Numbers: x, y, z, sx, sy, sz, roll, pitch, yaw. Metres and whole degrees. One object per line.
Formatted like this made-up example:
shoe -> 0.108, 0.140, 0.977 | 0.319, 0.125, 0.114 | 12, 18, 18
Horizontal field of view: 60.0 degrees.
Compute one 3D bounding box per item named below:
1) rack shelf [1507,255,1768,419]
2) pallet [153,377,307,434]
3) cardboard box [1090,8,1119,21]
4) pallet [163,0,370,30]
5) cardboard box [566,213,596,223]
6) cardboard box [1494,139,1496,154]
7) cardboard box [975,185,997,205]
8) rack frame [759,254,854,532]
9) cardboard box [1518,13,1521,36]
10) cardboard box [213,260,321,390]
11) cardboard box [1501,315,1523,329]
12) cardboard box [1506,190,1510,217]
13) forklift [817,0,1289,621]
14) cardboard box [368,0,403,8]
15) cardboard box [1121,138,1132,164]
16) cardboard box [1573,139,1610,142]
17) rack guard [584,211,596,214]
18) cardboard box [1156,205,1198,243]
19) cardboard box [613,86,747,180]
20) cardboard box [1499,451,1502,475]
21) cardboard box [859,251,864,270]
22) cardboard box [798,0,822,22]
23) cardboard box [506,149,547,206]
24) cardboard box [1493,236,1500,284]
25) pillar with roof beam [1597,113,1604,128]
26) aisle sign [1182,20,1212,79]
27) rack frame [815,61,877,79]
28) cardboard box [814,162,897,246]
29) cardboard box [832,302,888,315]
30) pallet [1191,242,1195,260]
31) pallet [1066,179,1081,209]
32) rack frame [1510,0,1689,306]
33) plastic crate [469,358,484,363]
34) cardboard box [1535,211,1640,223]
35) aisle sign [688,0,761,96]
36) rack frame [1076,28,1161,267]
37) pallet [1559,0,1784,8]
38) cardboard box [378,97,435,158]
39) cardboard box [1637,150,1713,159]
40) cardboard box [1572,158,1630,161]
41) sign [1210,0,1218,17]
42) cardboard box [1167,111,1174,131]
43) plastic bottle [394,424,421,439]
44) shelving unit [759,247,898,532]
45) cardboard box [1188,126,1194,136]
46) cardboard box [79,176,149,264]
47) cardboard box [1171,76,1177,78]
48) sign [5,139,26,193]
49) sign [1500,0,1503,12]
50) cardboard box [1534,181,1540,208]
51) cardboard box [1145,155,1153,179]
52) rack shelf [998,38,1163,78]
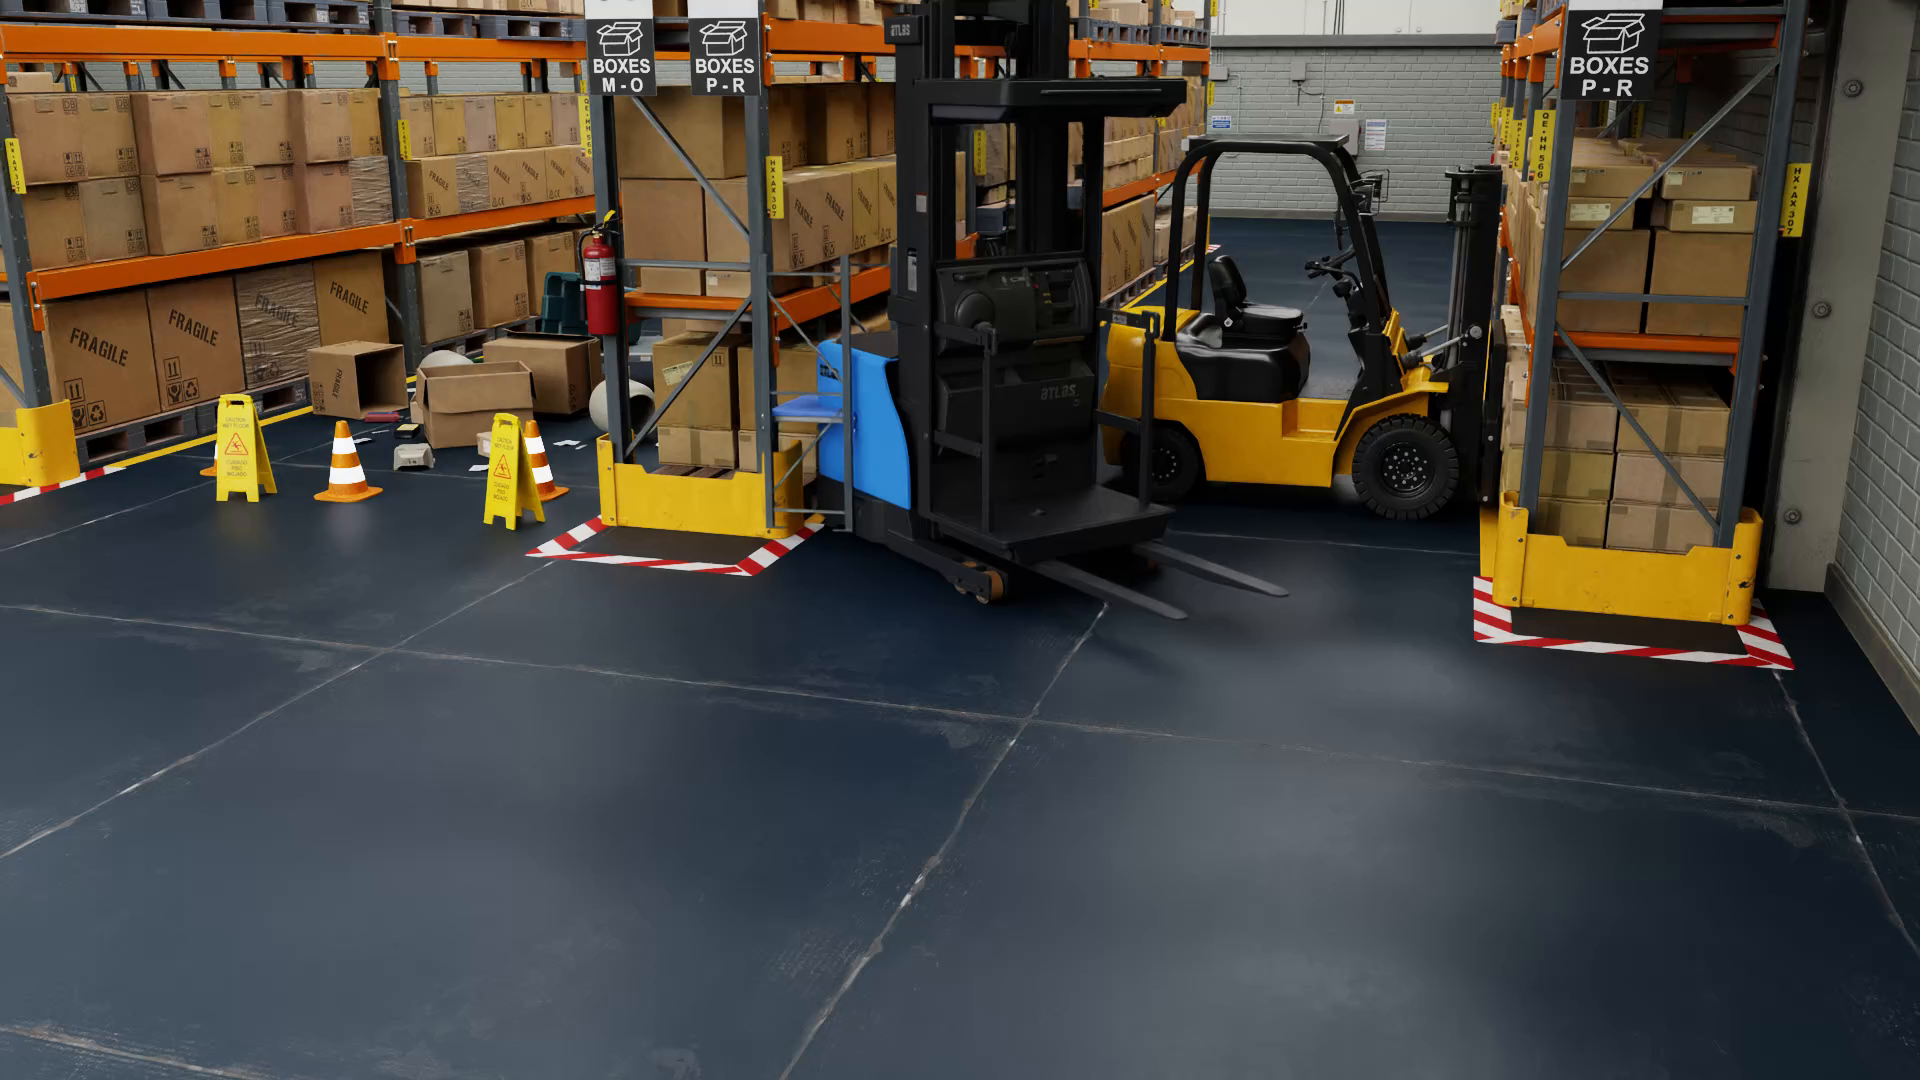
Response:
rack shelf -> 3.813, -1.306, 9.755 | 1.077, 0.370, 4.000 | 5, 16, 16
pallet -> -5.789, -1.062, 12.687 | 1.003, 0.211, 1.213 | 5, 16, 16
cardboard box -> 1.502, -5.679, 18.014 | 0.380, 0.166, 0.250 | 6, 17, 21
pallet -> -5.395, -4.104, 12.966 | 1.003, 0.211, 1.213 | 5, 16, 16
cardboard box -> -4.073, -3.523, 18.689 | 0.500, 0.250, 0.500 | 4, 16, 15
cardboard box -> 7.405, -5.288, 22.205 | 0.500, 0.250, 0.500 | 5, 17, 16
cardboard box -> 0.082, -2.760, 13.256 | 0.380, 0.149, 0.250 | 5, 17, 17
rack frame -> -0.830, -0.791, 9.025 | 0.500, 1.500, 0.032 | 3, 13, 12
cardboard box -> 5.432, -4.746, 15.342 | 0.500, 0.250, 0.500 | 4, 16, 14
cardboard box -> -5.651, -1.701, 12.954 | 0.875, 0.875, 0.875 | 5, 17, 16
cardboard box -> 3.789, -1.300, 10.854 | 0.500, 0.250, 0.500 | 5, 16, 16
cardboard box -> 5.010, -2.921, 14.406 | 0.500, 0.250, 0.500 | 4, 16, 15
forklift -> 0.405, -1.242, 8.337 | 1.130, 2.935, 3.031 | -10, 19, -32
cardboard box -> -5.106, -4.735, 14.351 | 0.500, 0.250, 0.500 | 5, 17, 16
cardboard box -> 1.597, -4.284, 18.294 | 0.500, 0.250, 0.500 | 5, 17, 17
cardboard box -> 4.036, -2.541, 10.875 | 0.380, 0.149, 0.250 | 5, 17, 17
rack guard -> -6.463, -5.271, 26.996 | 1.175, 0.500, 0.348 | 5, 16, 16
cardboard box -> 2.940, -4.488, 23.580 | 0.875, 0.438, 0.875 | 4, 16, 14
cardboard box -> -1.579, -2.336, 9.506 | 0.700, 0.500, 0.500 | 4, 16, 15
cardboard box -> 3.503, -0.553, 10.050 | 0.500, 0.250, 0.500 | 5, 17, 18
cardboard box -> -0.834, -1.802, 10.645 | 0.380, 0.149, 0.250 | 5, 17, 18
cardboard box -> -1.013, -3.039, 9.509 | 0.380, 0.149, 0.250 | 5, 17, 17
cardboard box -> -4.314, -3.477, 15.908 | 0.500, 0.500, 0.500 | 5, 17, 17
cardboard box -> 6.302, -3.159, 18.780 | 0.500, 0.500, 0.500 | 5, 17, 18
pillar with roof beam -> 5.295, -9.170, 25.169 | 9.100, 9.000, 0.400 | 5, 16, 16
aisle sign -> 3.350, -6.944, 23.551 | 0.394, 0.787, 0.004 | 5, 16, 16
rack frame -> -1.743, -6.056, 25.184 | 1.000, 3.000, 0.127 | 5, 16, 16
cardboard box -> -0.690, -2.209, 10.893 | 0.500, 0.500, 0.500 | 4, 16, 15
cardboard box -> -0.576, -1.357, 11.511 | 0.500, 0.500, 0.500 | 6, 17, 19
pallet -> 2.880, -4.142, 23.545 | 1.003, 0.211, 1.213 | 5, 16, 16
pallet -> 0.658, -3.319, 15.884 | 1.213, 0.211, 1.003 | 5, 16, 16
rack frame -> 4.382, -2.175, 11.501 | 1.000, 3.000, 0.127 | 5, 16, 16
plastic crate -> -3.946, -1.444, 13.973 | 0.662, 0.188, 0.450 | -15, 11, -41
cardboard box -> 3.290, -1.461, 8.800 | 0.500, 0.500, 0.500 | 5, 17, 18
aisle sign -> -1.235, -2.723, 8.669 | 0.394, 0.787, 0.004 | 5, 16, 16
rack frame -> 1.895, -4.652, 20.234 | 1.000, 3.000, 0.127 | 5, 16, 16
pallet -> 3.471, -2.712, 8.060 | 1.003, 0.211, 1.213 | 5, 16, 16
cardboard box -> -5.017, -3.576, 14.425 | 0.700, 0.500, 0.500 | 4, 16, 15
cardboard box -> 4.012, -2.106, 9.339 | 0.380, 0.149, 0.250 | 5, 17, 16
cardboard box -> 3.234, -1.880, 8.542 | 0.380, 0.149, 0.250 | 5, 17, 17
sign -> 3.548, -7.484, 23.243 | 0.100, 0.325, 0.005 | 5, 16, 16
cardboard box -> 2.412, -5.419, 20.921 | 0.500, 0.500, 0.500 | 4, 16, 15
plastic bottle -> -3.984, -0.792, 12.010 | 0.133, 0.061, 0.283 | -1, 16, -3
shelving unit -> -0.720, -0.896, 9.510 | 0.538, 1.500, 1.048 | 3, 13, 12
cardboard box -> 2.855, -5.335, 22.457 | 0.500, 0.500, 0.500 | 5, 17, 17
cardboard box -> -6.092, -2.188, 11.273 | 0.875, 0.550, 0.550 | 5, 16, 16
cardboard box -> 2.556, -5.822, 21.153 | 0.380, 0.149, 0.250 | 4, 16, 14
sign -> -5.759, -2.280, 10.139 | 0.100, 0.325, 0.005 | 5, 16, 16
sign -> 7.272, -7.220, 22.190 | 0.100, 0.325, 0.005 | 5, 16, 16
cardboard box -> 3.416, -1.939, 9.296 | 0.380, 0.149, 0.250 | 5, 17, 16
cardboard box -> 2.009, -4.443, 19.772 | 0.500, 0.250, 0.500 | 4, 16, 15
rack shelf -> 1.327, -5.226, 18.078 | 1.077, 0.370, 4.000 | 5, 16, 16
